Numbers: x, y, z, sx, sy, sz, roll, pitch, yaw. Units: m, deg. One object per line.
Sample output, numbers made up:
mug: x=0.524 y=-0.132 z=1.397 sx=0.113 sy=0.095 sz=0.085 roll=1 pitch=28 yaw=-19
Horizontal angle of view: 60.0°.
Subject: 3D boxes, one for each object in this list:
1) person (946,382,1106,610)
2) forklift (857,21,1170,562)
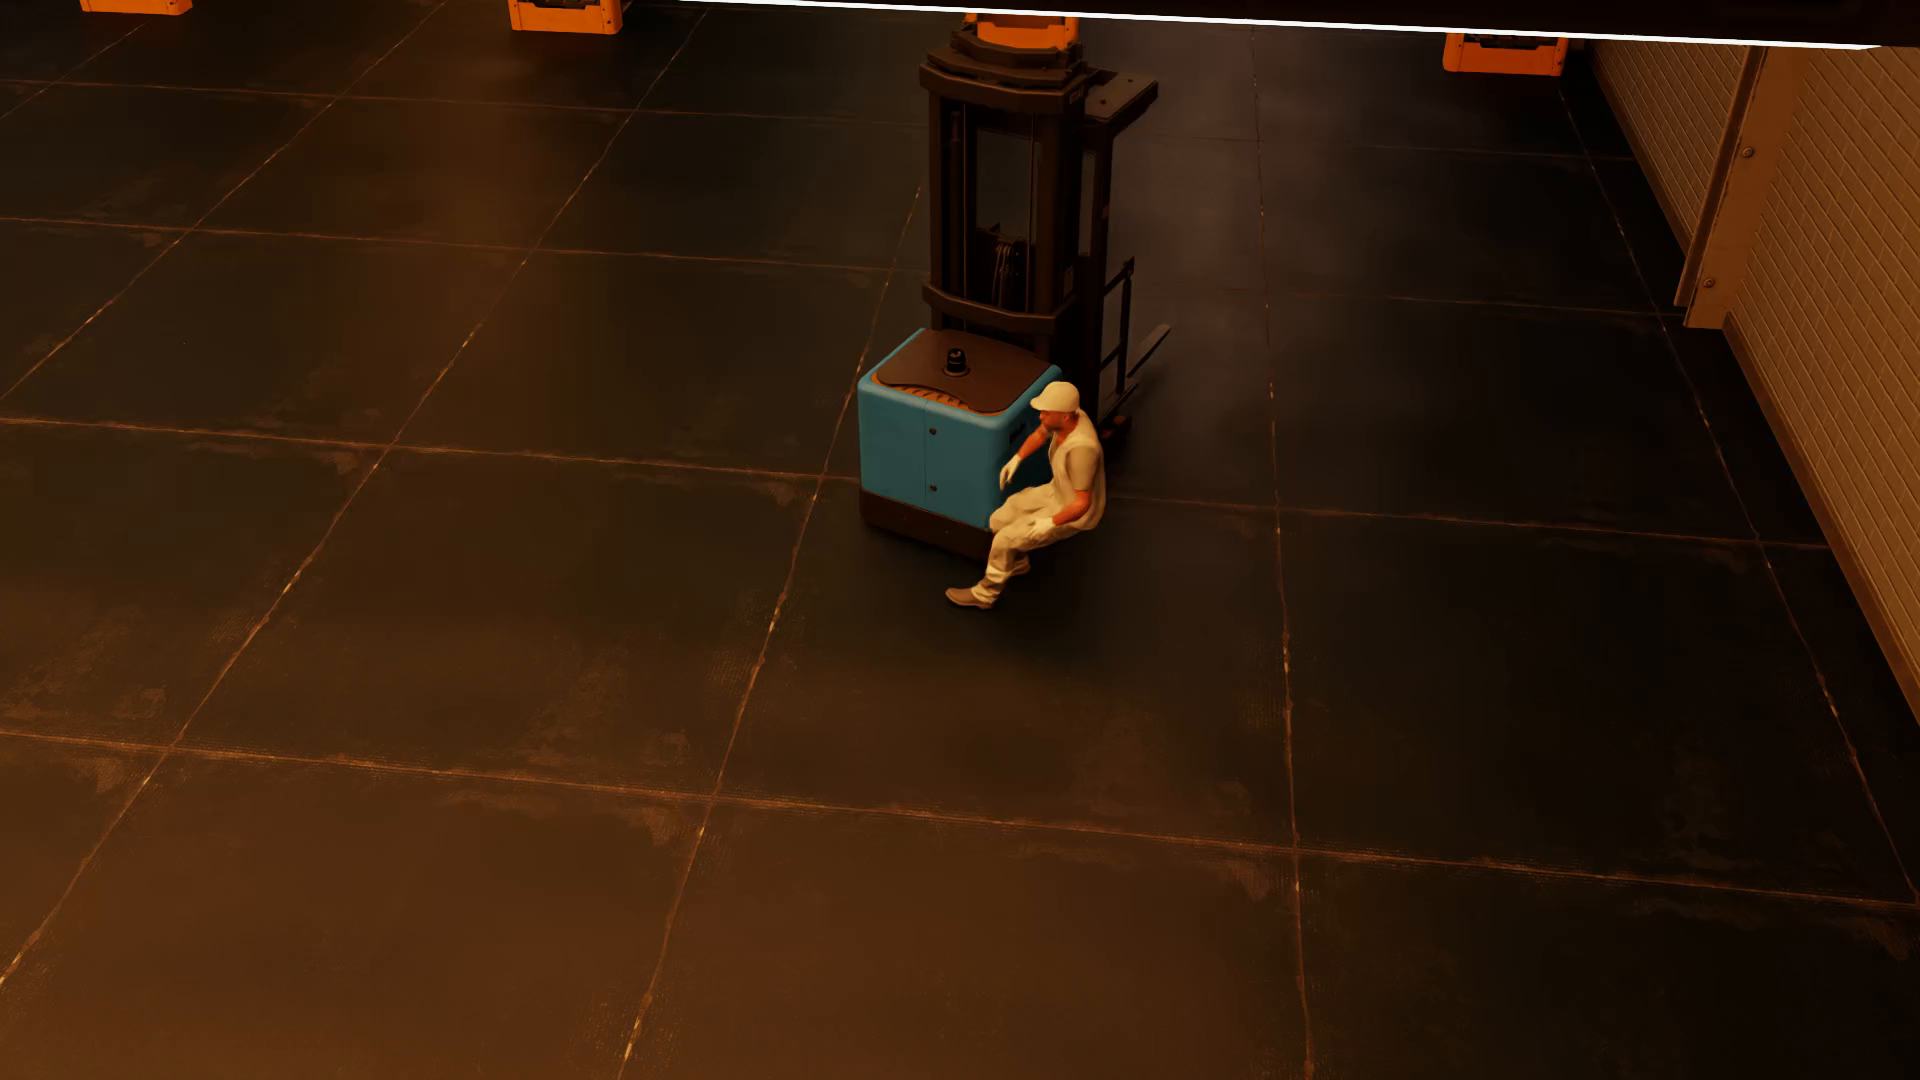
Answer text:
person: x=0.377 y=-0.215 z=9.557 sx=0.898 sy=1.566 sz=0.787 roll=-7 pitch=37 yaw=-10
forklift: x=0.522 y=-1.893 z=10.597 sx=1.130 sy=2.935 sz=3.031 roll=18 pitch=40 yaw=23
